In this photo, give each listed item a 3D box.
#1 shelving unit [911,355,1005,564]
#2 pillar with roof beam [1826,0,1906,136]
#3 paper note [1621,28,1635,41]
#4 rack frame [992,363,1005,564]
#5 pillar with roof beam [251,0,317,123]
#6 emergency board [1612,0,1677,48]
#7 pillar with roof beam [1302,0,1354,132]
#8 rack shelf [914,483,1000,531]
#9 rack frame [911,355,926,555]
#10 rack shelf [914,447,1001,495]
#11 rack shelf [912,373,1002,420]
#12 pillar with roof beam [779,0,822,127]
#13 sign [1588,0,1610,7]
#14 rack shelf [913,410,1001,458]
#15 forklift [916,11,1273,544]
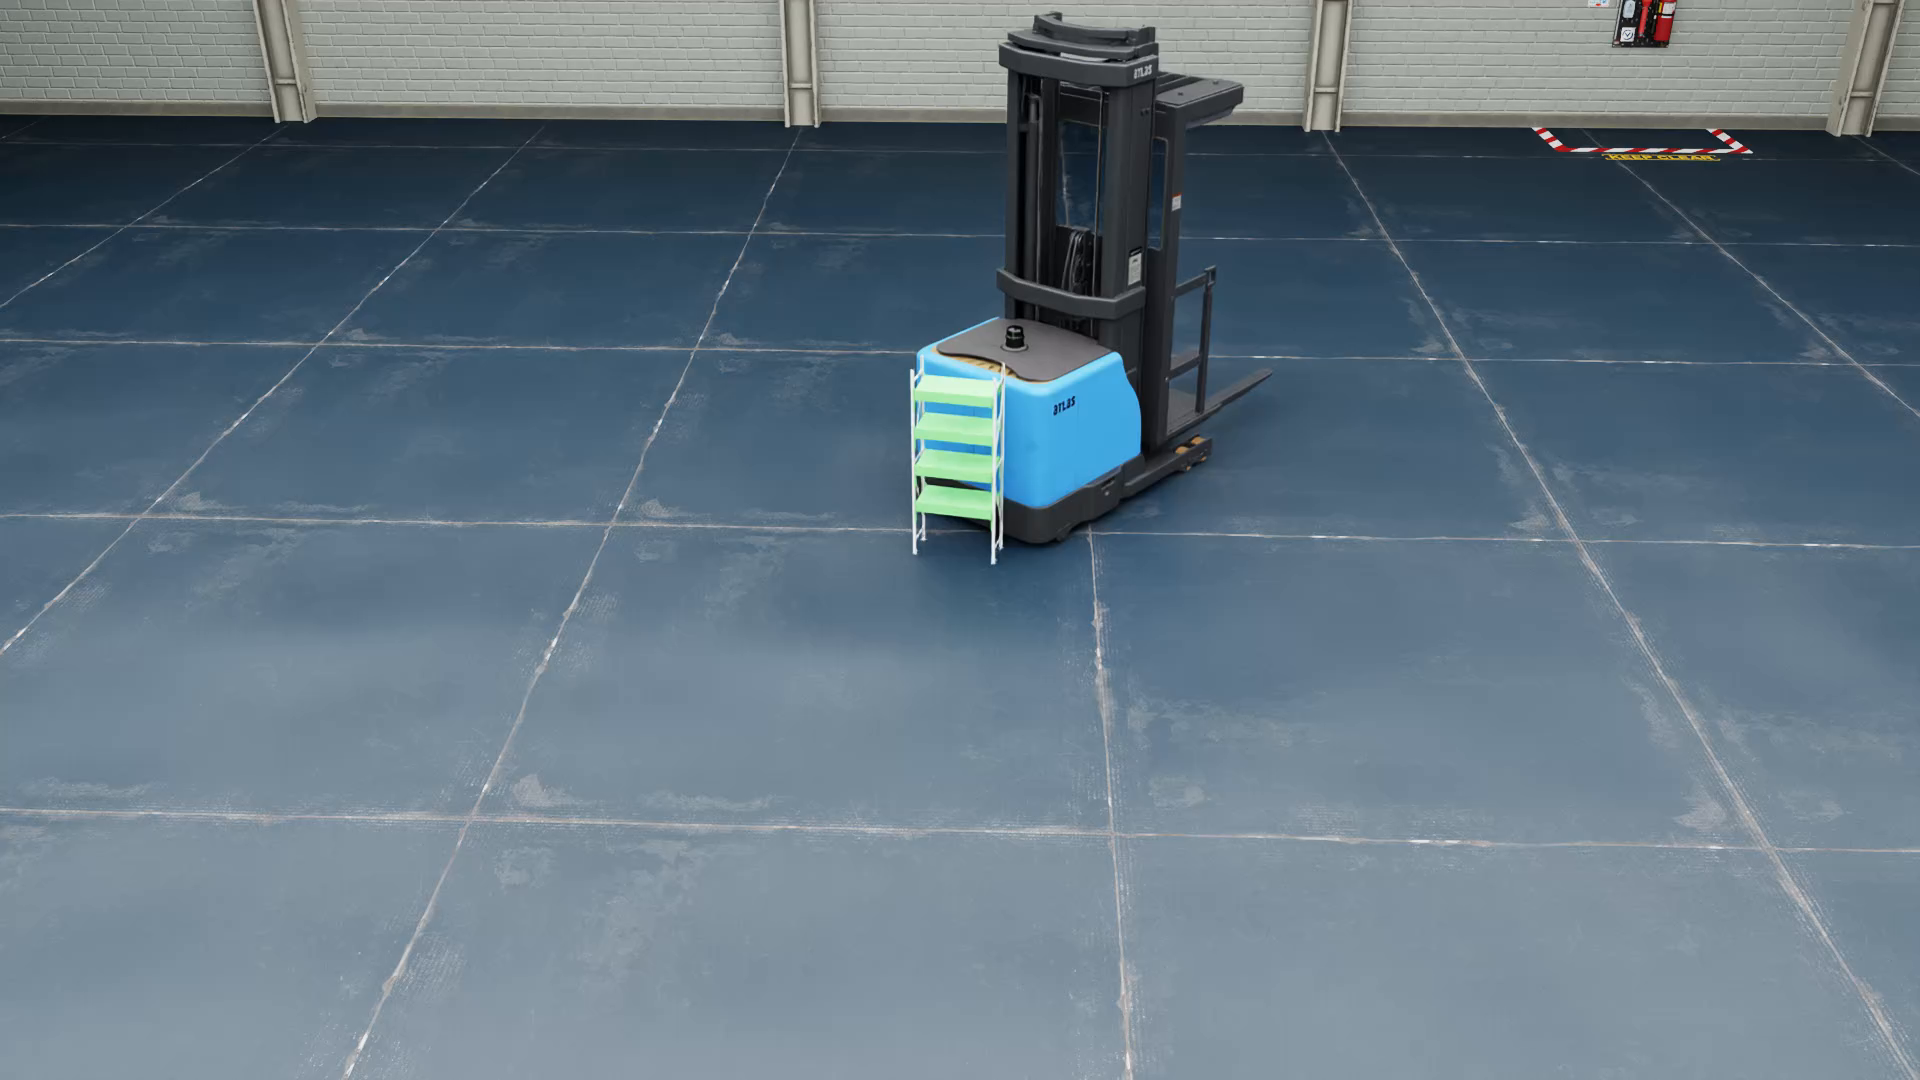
[{"bbox_3d":[-0.011,-0.467,9.850,0.503,1.200,0.258,7,29,12],"label":"shelving unit"},{"bbox_3d":[10.013,-6.624,13.138,0.400,9.000,9.100,1,28,2],"label":"pillar with roof beam"},{"bbox_3d":[7.522,-5.693,18.727,0.142,0.148,0.016,1,28,2],"label":"paper note"},{"bbox_3d":[0.226,-0.440,9.799,0.015,1.200,0.240,7,29,12],"label":"rack frame"},{"bbox_3d":[-7.976,-6.921,13.699,0.400,9.000,9.100,1,28,2],"label":"pillar with roof beam"},{"bbox_3d":[7.697,-6.047,18.455,0.643,1.169,0.194,1,28,2],"label":"emergency board"},{"bbox_3d":[4.017,-6.723,13.325,0.400,9.000,9.100,1,28,2],"label":"pillar with roof beam"},{"bbox_3d":[-0.011,-0.199,9.993,0.480,0.148,0.258,7,29,12],"label":"rack shelf"},{"bbox_3d":[-0.248,-0.494,9.902,0.015,1.200,0.240,7,29,12],"label":"rack frame"},{"bbox_3d":[-0.011,-0.411,9.880,0.480,0.148,0.258,7,29,12],"label":"rack shelf"},{"bbox_3d":[-0.011,-0.835,9.655,0.480,0.148,0.258,7,29,12],"label":"rack shelf"},{"bbox_3d":[-1.980,-6.822,13.512,0.400,9.000,9.100,1,28,2],"label":"pillar with roof beam"},{"bbox_3d":[7.148,-6.120,18.555,0.234,0.329,0.001,1,28,2],"label":"sign"},{"bbox_3d":[-0.011,-0.623,9.768,0.480,0.148,0.258,7,29,12],"label":"rack shelf"},{"bbox_3d":[1.052,-1.889,10.683,1.130,2.935,3.031,22,35,35],"label":"forklift"}]
